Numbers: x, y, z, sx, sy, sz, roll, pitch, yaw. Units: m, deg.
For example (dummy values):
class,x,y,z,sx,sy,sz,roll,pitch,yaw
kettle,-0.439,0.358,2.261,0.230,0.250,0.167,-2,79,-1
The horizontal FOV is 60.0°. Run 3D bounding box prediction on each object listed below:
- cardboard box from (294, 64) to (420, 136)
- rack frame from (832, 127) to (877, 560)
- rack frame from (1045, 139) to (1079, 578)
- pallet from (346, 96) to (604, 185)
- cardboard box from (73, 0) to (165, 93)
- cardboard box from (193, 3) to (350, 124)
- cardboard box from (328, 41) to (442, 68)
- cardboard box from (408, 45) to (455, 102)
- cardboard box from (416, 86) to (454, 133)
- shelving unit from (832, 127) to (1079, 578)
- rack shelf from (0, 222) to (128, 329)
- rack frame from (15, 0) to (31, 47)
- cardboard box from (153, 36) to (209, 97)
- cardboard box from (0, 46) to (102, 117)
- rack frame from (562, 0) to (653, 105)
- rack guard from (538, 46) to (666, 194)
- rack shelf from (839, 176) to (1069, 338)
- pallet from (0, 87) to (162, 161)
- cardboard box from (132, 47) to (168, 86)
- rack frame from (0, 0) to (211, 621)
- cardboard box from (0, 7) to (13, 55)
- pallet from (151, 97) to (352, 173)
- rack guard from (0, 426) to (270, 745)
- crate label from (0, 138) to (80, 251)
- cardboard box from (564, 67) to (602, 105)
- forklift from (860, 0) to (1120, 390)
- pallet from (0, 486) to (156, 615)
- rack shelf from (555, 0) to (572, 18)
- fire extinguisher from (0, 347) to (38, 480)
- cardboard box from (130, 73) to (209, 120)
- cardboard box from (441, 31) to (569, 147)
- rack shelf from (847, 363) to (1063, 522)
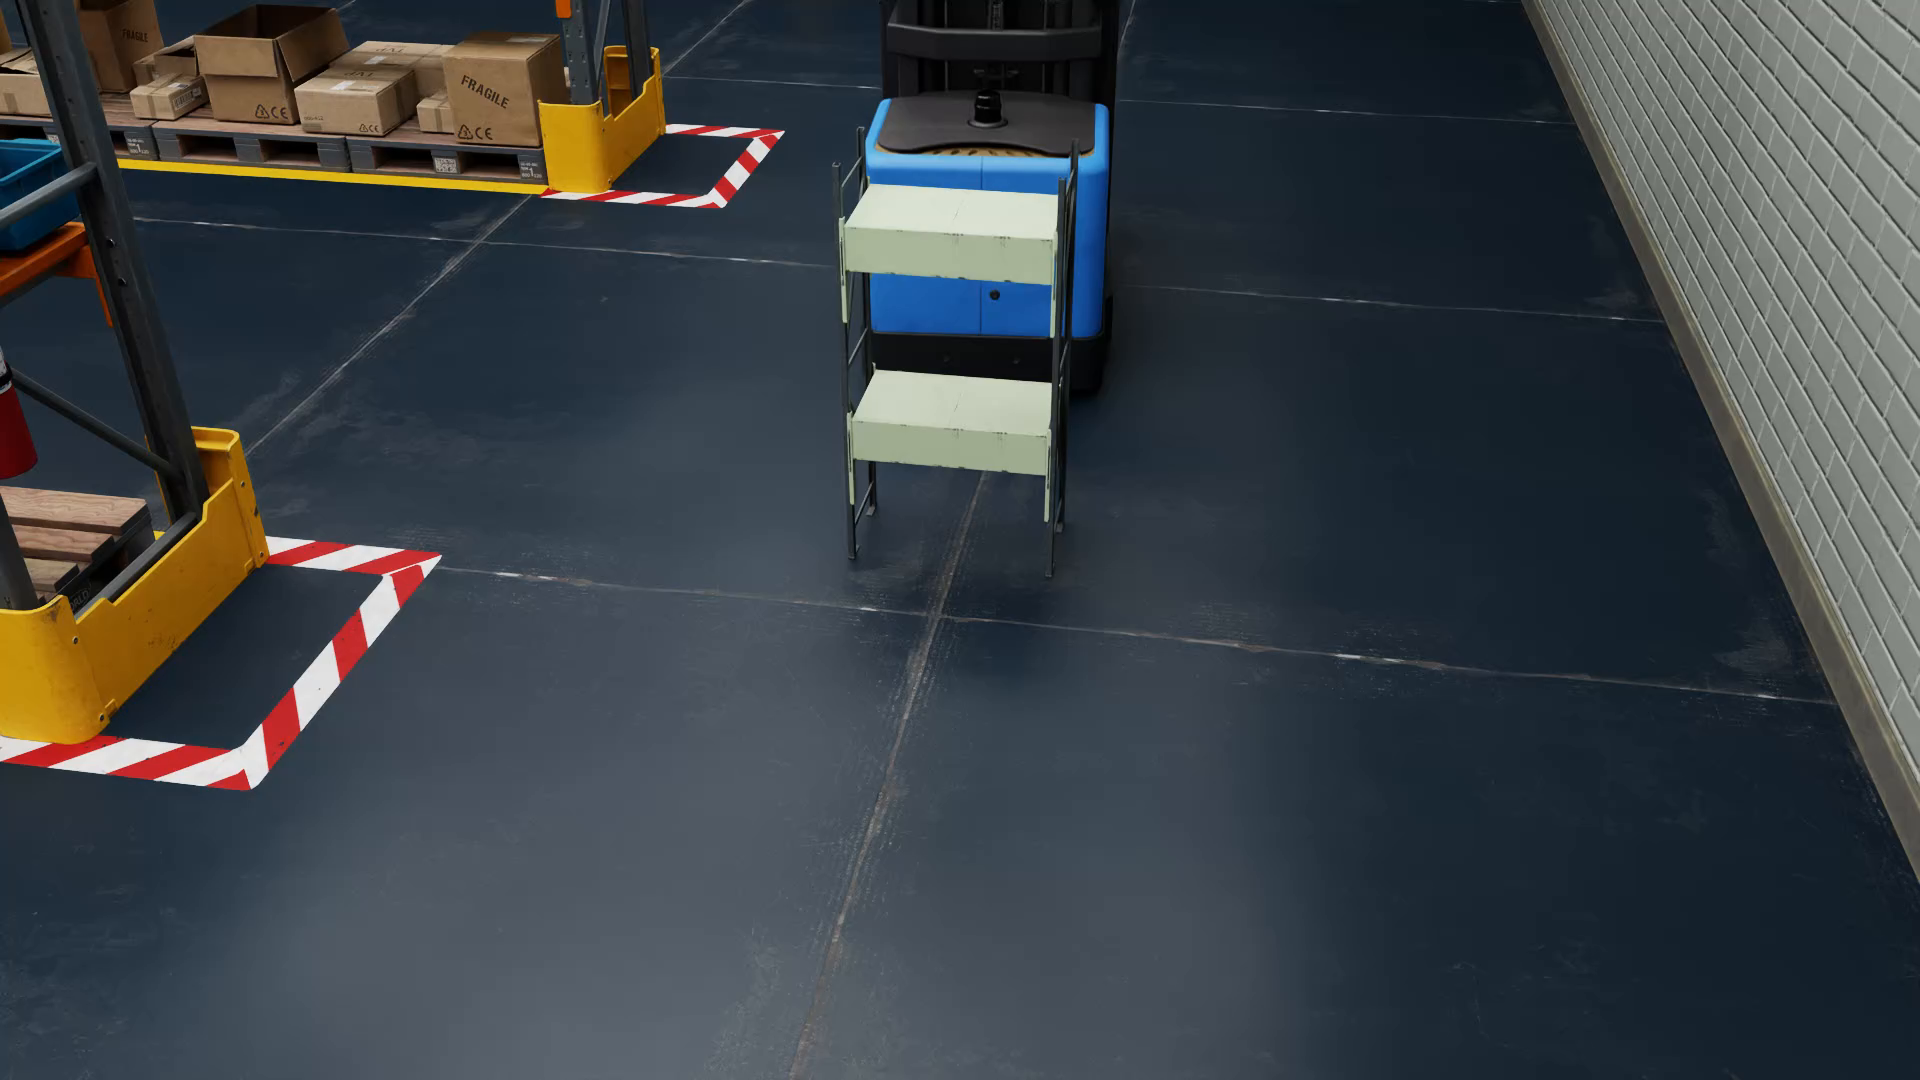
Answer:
class,x,y,z,sx,sy,sz,roll,pitch,yaw
cardboard box,-3.509,-2.571,9.707,0.500,0.250,0.500,5,32,8
rack frame,-0.367,-0.669,5.905,0.023,1.500,0.400,5,32,8
rack frame,0.354,-0.604,5.801,0.023,1.500,0.400,5,32,8
pallet,-2.861,-2.425,9.925,1.213,0.211,1.003,5,32,8
cardboard box,-5.333,-3.111,10.335,0.500,0.500,0.500,5,32,8
cardboard box,-4.090,-2.850,9.914,0.637,0.503,0.797,5,32,8
cardboard box,-3.474,-2.837,10.132,0.500,0.250,0.500,5,32,8
cardboard box,-2.981,-2.792,10.061,0.500,0.250,0.500,5,32,8
cardboard box,-2.961,-2.518,9.702,0.250,0.166,0.380,5,32,8
shelving unit,-0.007,-0.636,5.853,0.755,1.500,0.431,5,32,8
rack shelf,-4.808,-0.813,5.400,4.000,0.370,1.077,5,32,8
rack frame,-5.943,-3.887,9.632,0.127,3.000,1.000,5,32,8
cardboard box,-4.594,-2.964,10.278,0.500,0.311,0.500,5,32,8
cardboard box,-5.565,-2.783,9.988,0.500,0.311,0.500,5,32,8
rack frame,-2.000,-3.530,9.062,0.127,3.000,1.000,5,32,8
rack guard,-2.075,-2.477,9.736,0.348,0.500,1.175,5,32,8
rack shelf,-0.007,-0.967,5.646,0.720,0.370,0.431,5,32,8
pallet,-5.266,-2.643,10.273,1.213,0.211,1.003,5,32,8
cardboard box,-4.954,-2.960,10.424,0.250,0.149,0.380,5,32,8
rack frame,-2.837,-0.939,4.924,0.127,3.000,1.000,5,32,8
cardboard box,-6.379,-3.184,10.451,0.500,0.500,0.500,4,32,6
pallet,-4.060,-2.535,10.101,1.213,0.211,1.003,5,32,8
rack guard,-2.811,0.116,5.594,0.348,0.500,1.175,5,32,8
crate label,-3.025,-1.088,5.262,0.303,0.233,0.416,5,32,8
cardboard box,-2.355,-2.725,10.048,0.250,0.149,0.380,5,32,8
forklift,0.201,-2.643,7.710,1.130,2.935,3.031,2,32,4
pallet,-3.643,0.149,5.813,1.213,0.211,1.003,5,32,8
rack shelf,-3.971,-3.403,9.538,4.000,0.370,1.077,5,32,8
fire extinguisher,-2.765,-0.497,4.642,0.183,0.674,0.296,5,32,8
cardboard box,-4.711,-2.650,9.912,0.250,0.166,0.380,5,32,8
cardboard box,-2.577,-2.576,9.480,0.500,0.500,0.500,5,32,8
rack shelf,-0.007,-0.360,6.026,0.720,0.370,0.431,5,32,8
